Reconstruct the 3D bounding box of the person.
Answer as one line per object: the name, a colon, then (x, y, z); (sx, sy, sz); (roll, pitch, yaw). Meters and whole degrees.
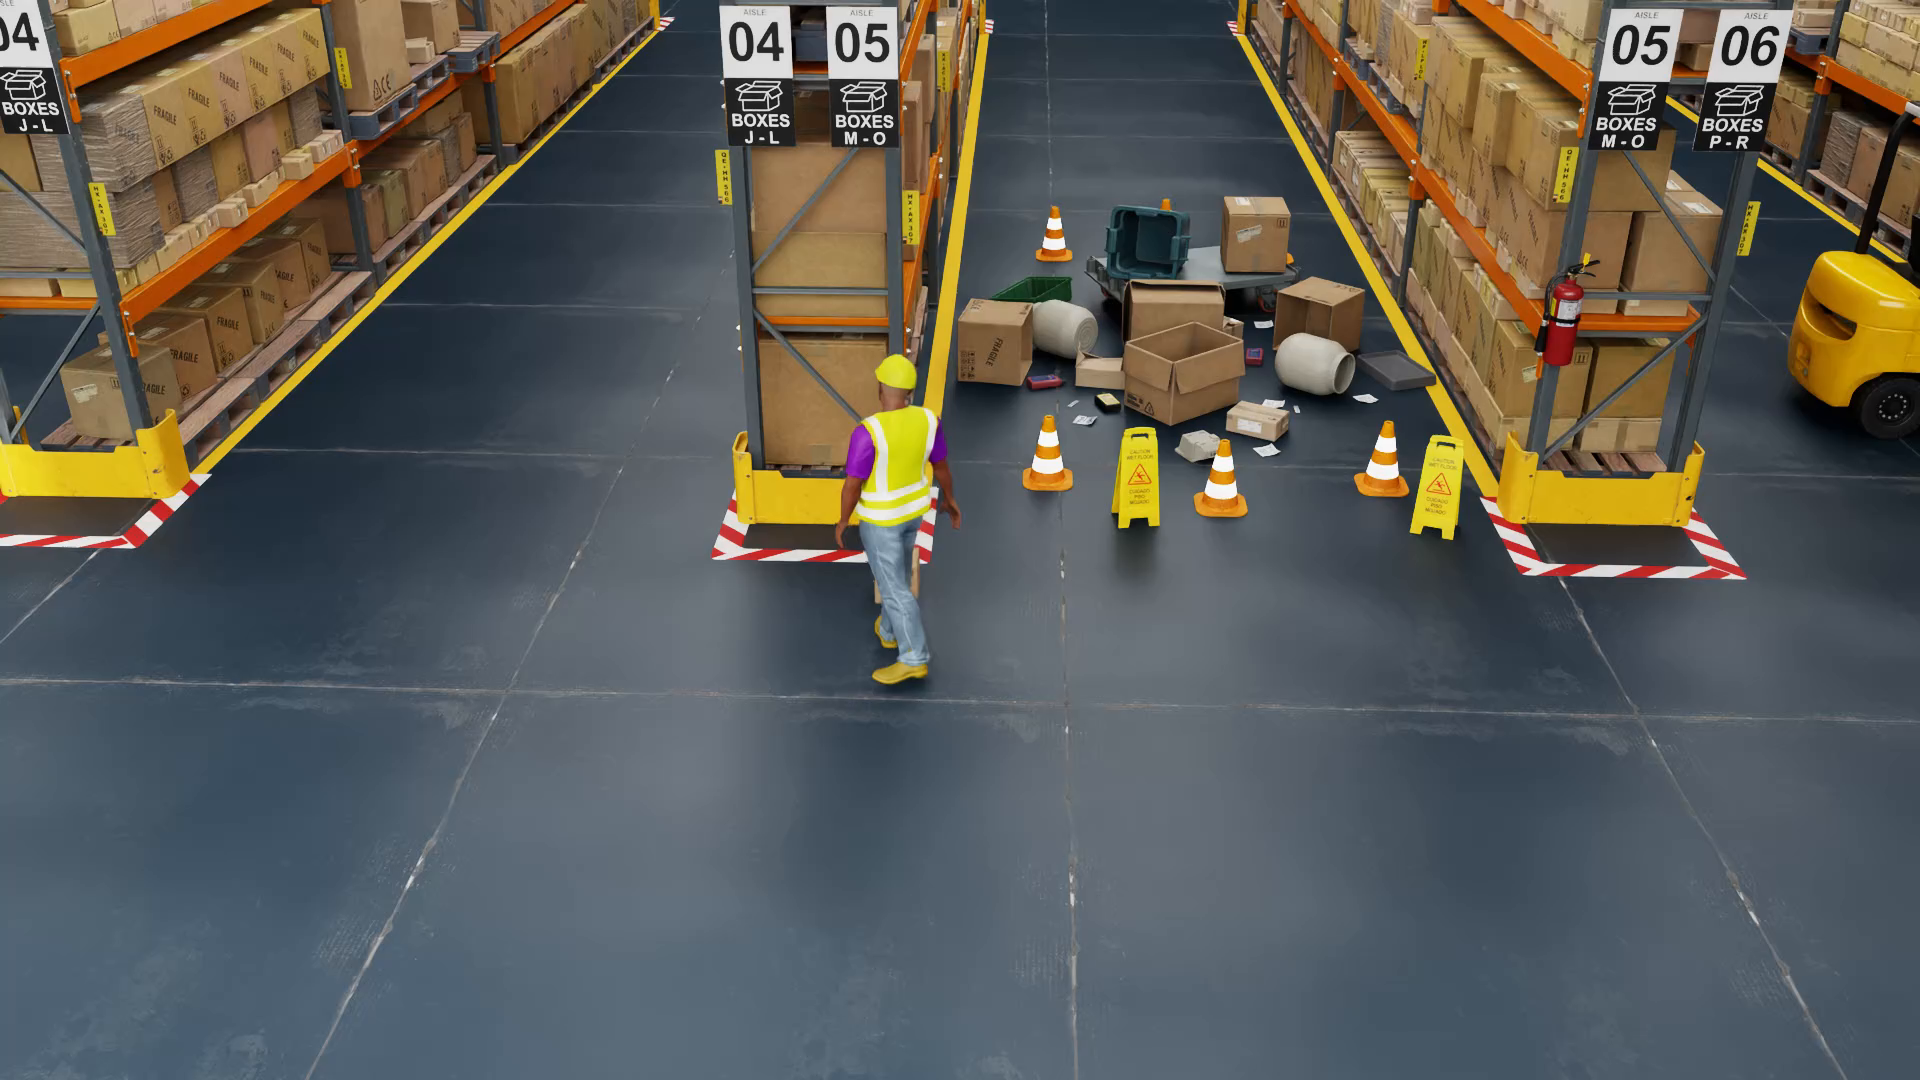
person: (-0.322, -0.147, 8.880); (0.699, 1.758, 0.676); (-22, 35, -36)
